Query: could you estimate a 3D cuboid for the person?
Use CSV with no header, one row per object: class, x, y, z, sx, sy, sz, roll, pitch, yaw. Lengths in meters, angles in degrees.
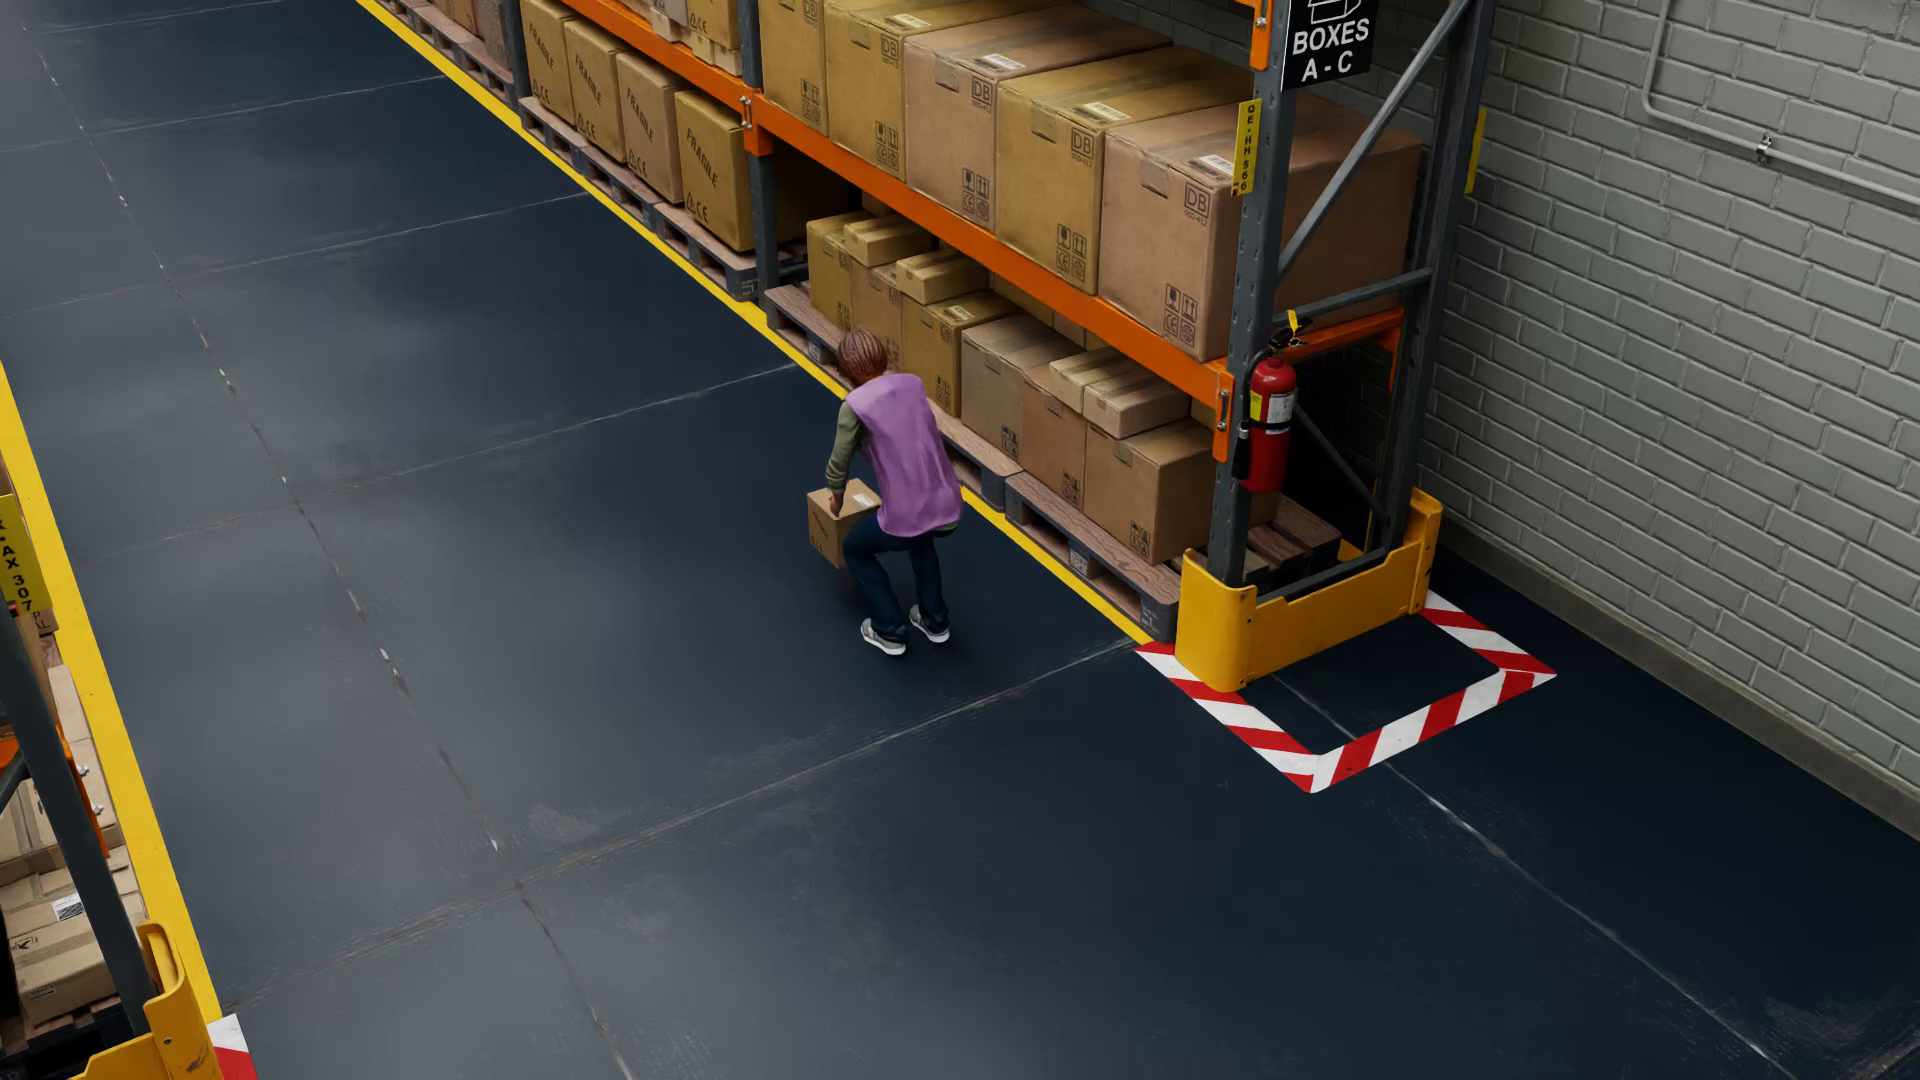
person,-0.272,-0.143,6.638,0.462,1.310,0.639,-19,38,-27
